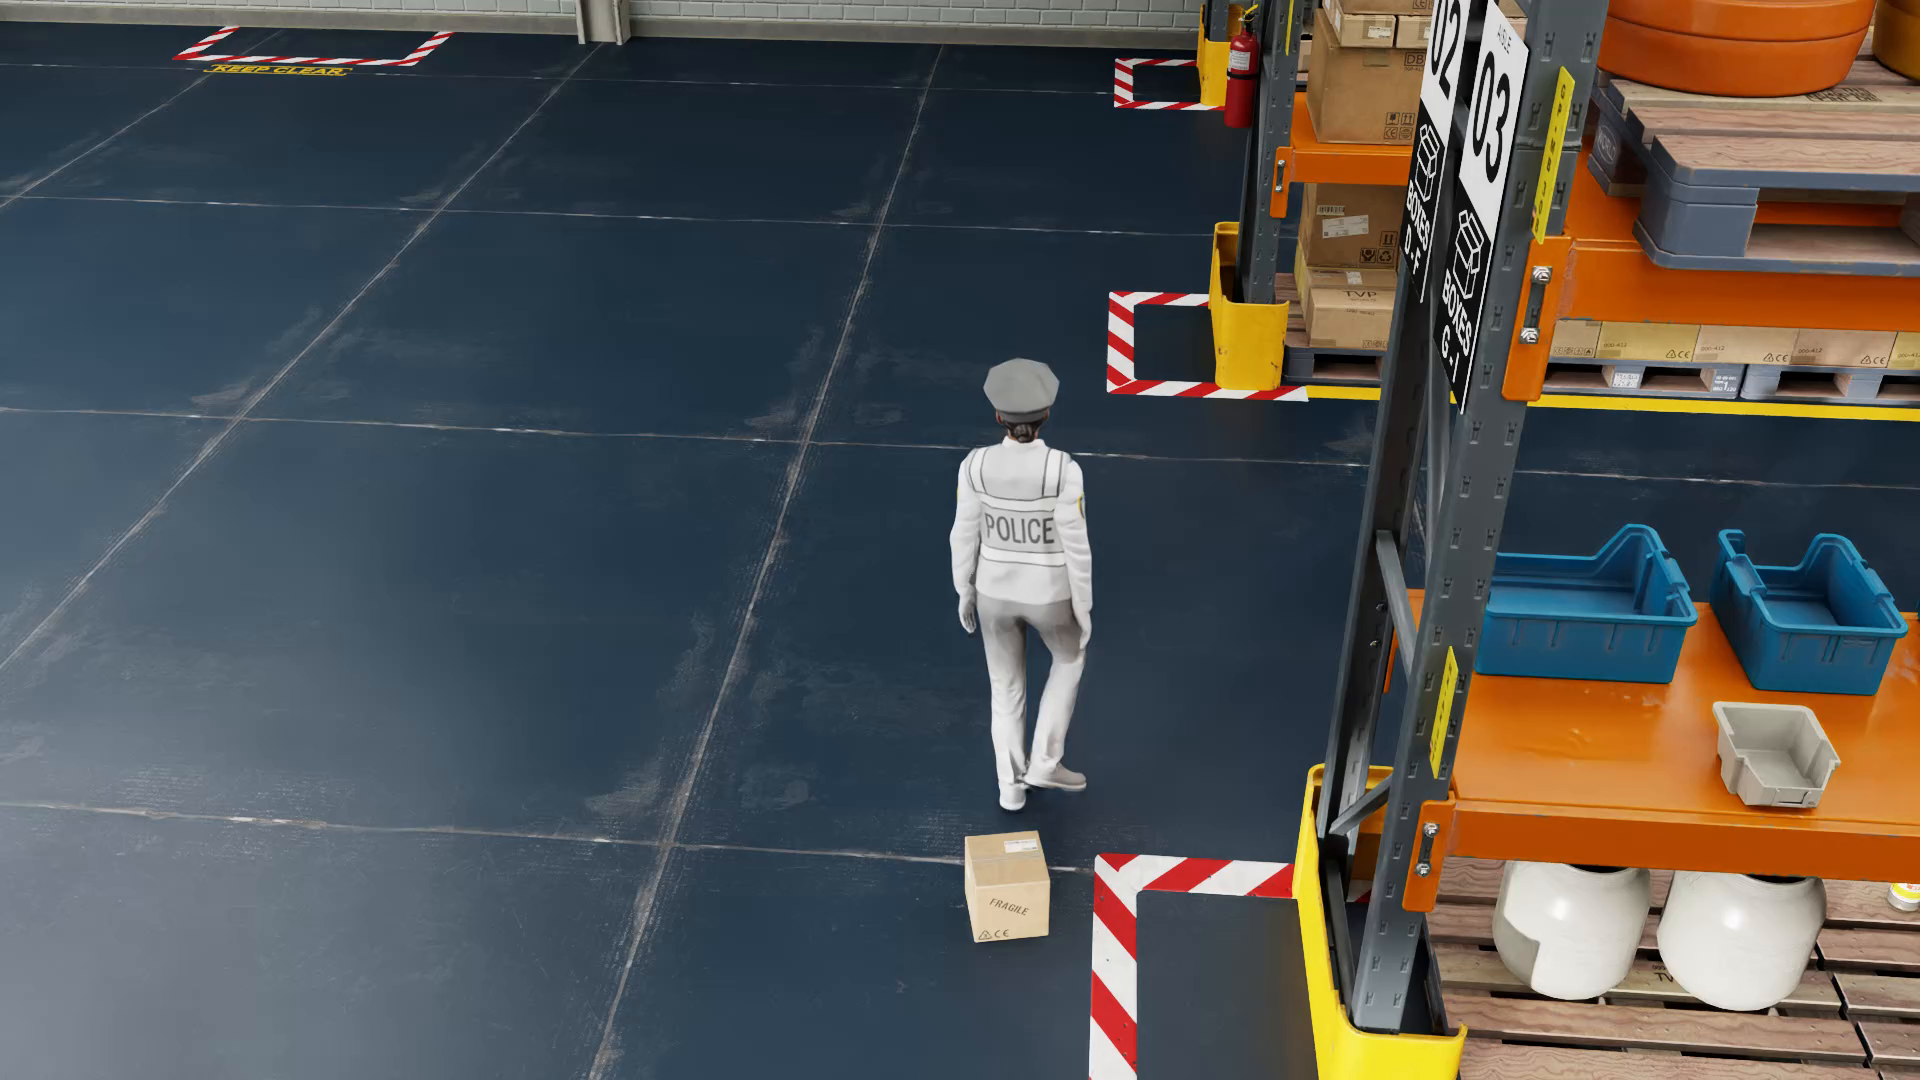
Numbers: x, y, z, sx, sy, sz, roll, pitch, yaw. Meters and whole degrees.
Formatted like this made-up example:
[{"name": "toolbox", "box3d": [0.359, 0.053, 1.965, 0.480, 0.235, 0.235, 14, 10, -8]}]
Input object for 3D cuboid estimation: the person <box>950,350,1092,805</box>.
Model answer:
[{"name": "person", "box3d": [0.215, 0.162, 5.834, 0.510, 1.664, 0.455, 5, 33, 8]}]
